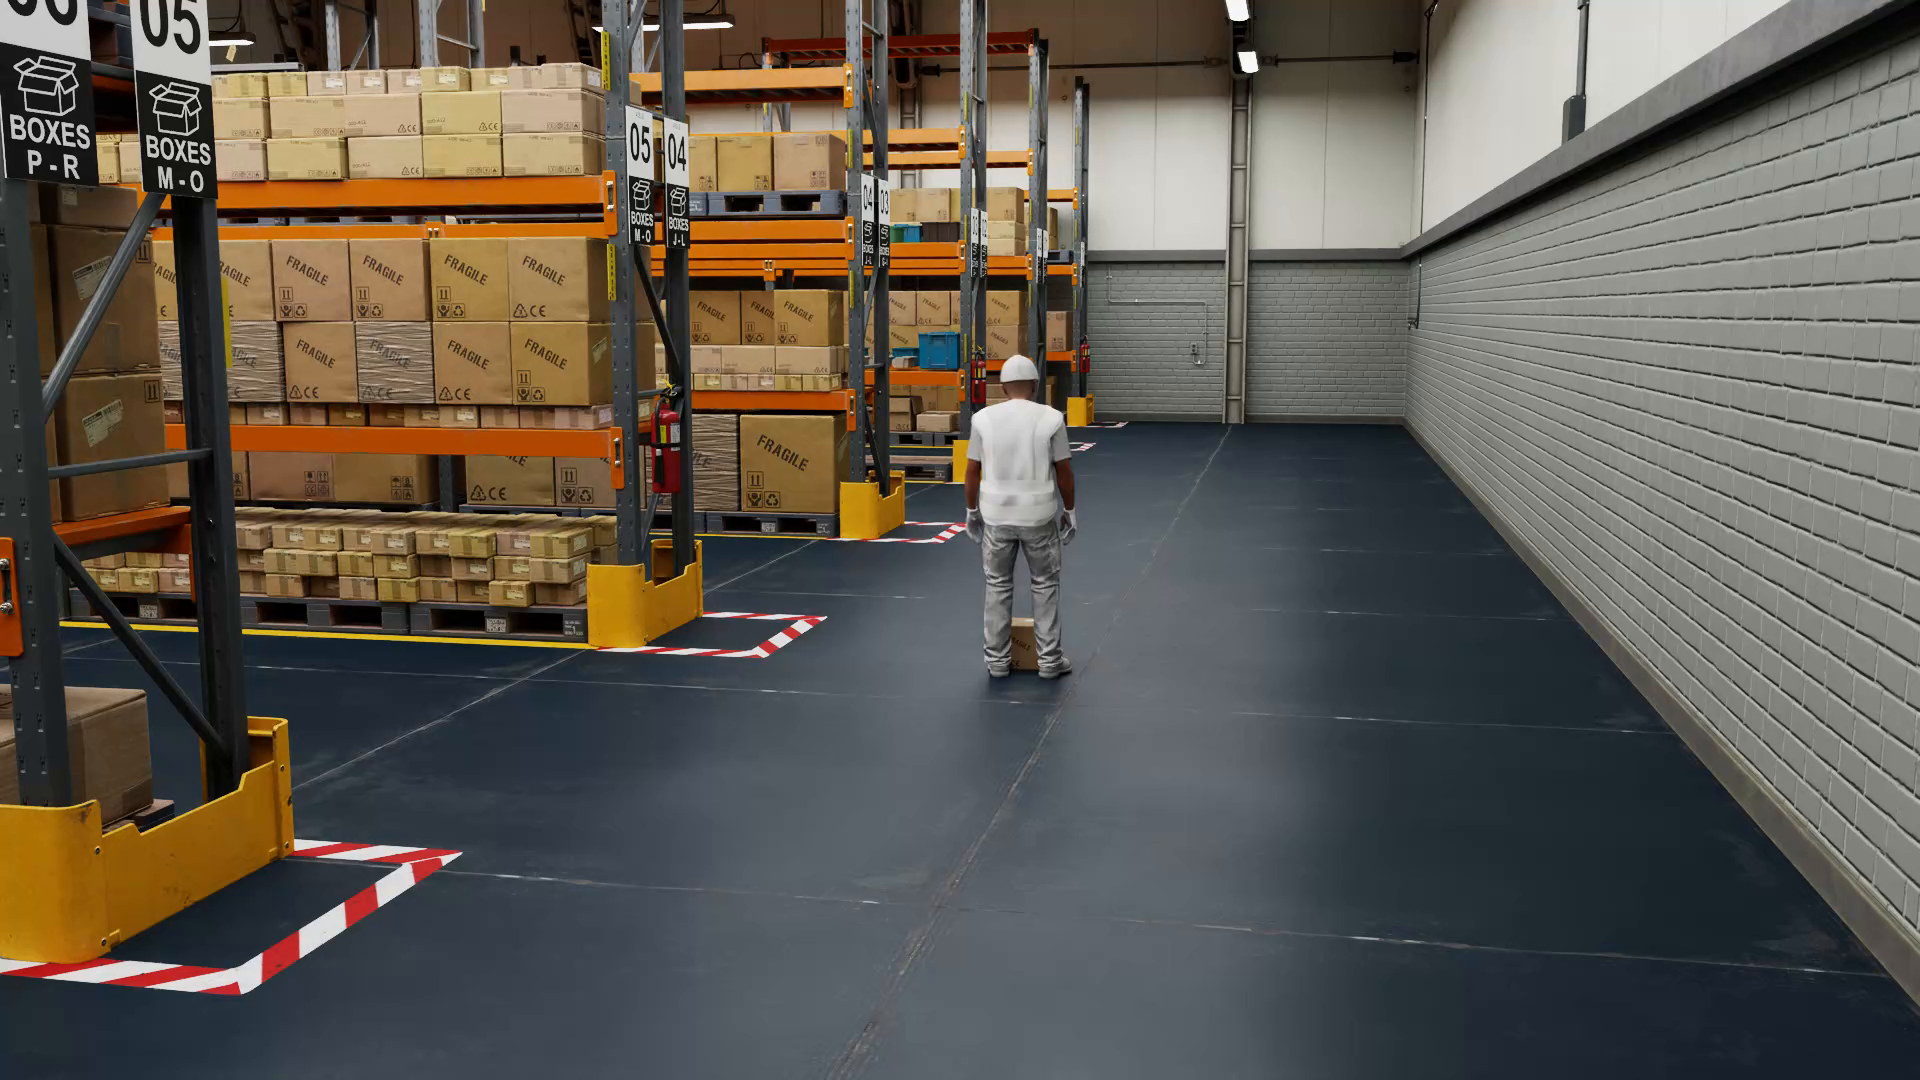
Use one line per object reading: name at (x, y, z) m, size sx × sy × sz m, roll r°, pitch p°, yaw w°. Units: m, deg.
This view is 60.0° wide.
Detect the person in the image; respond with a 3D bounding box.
person at (0.338, -0.129, 9.207) m, size 0.620 × 1.774 × 0.453 m, roll 1°, pitch 8°, yaw 11°
